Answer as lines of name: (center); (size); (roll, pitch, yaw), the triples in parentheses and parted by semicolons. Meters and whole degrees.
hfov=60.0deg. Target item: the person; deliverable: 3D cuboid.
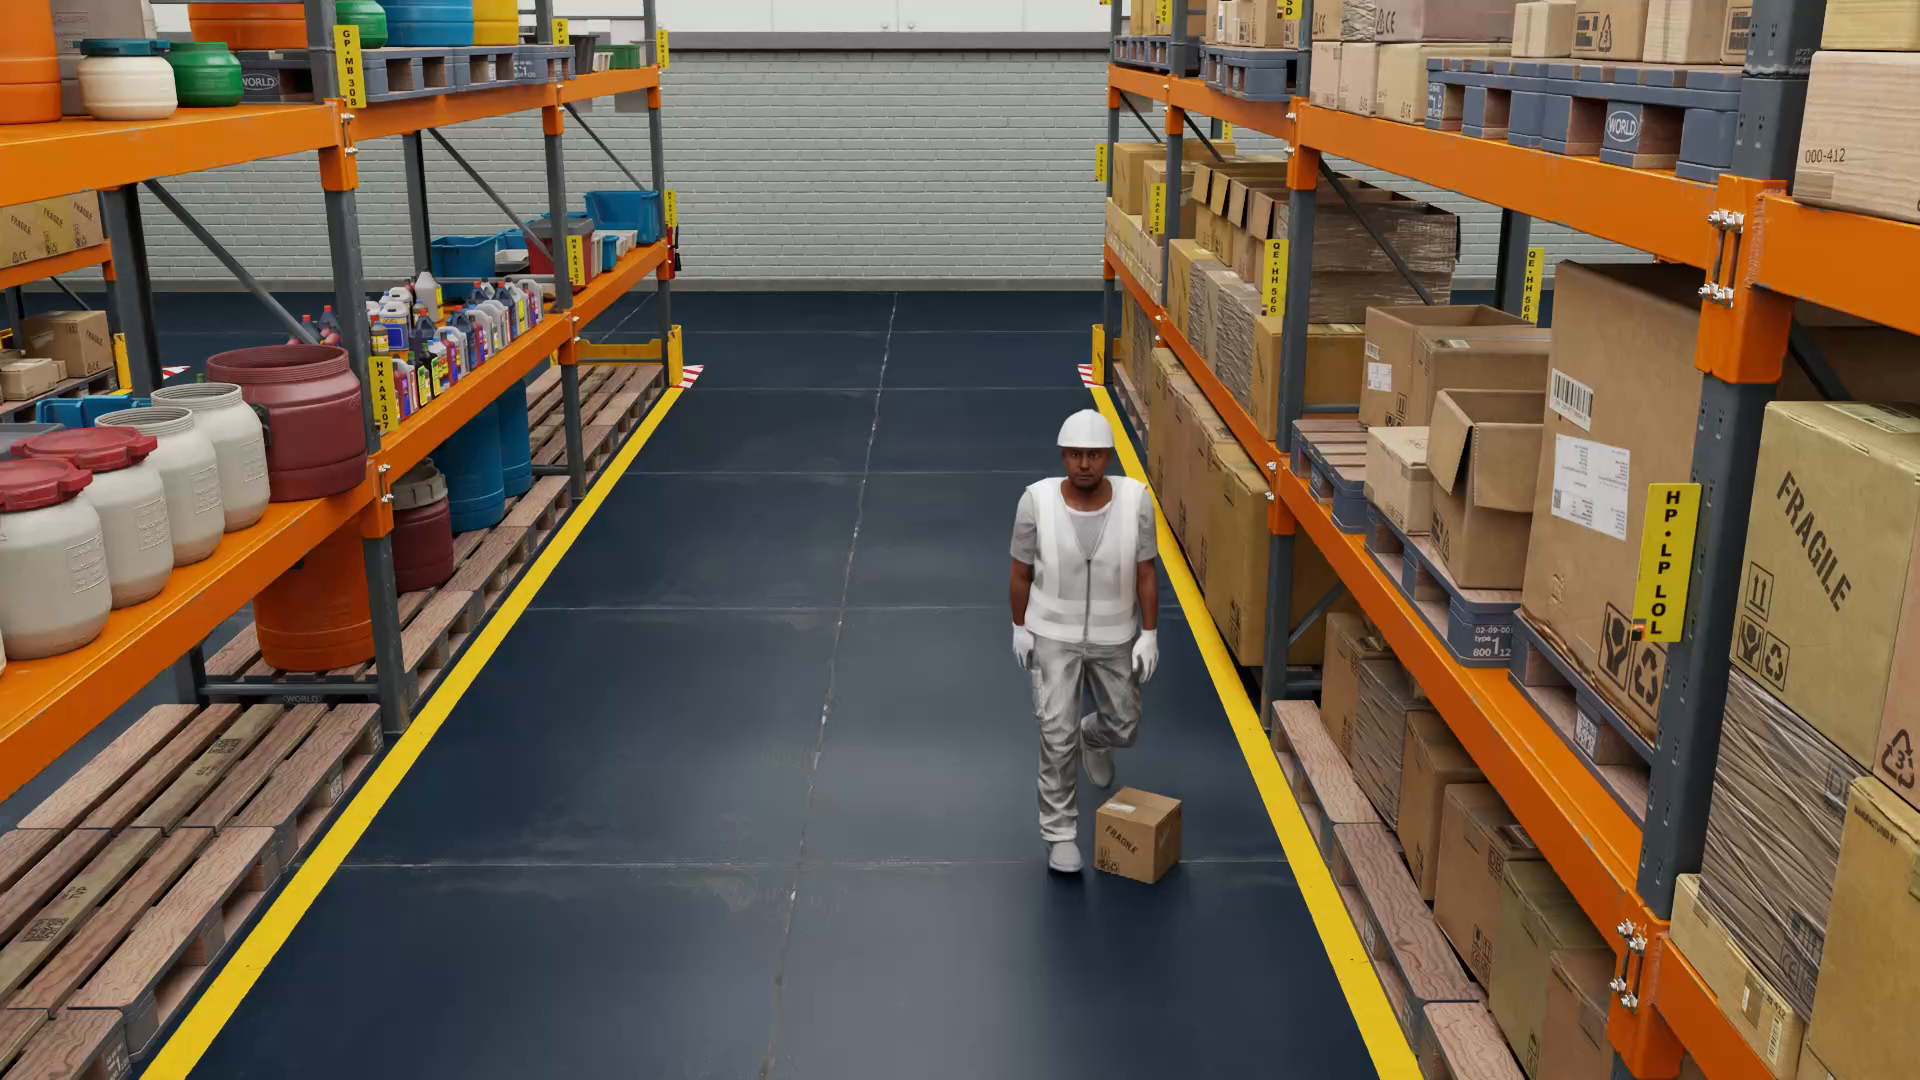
person: (0.466, 0.330, 6.397); (0.564, 1.762, 0.803); (-1, 17, -4)
